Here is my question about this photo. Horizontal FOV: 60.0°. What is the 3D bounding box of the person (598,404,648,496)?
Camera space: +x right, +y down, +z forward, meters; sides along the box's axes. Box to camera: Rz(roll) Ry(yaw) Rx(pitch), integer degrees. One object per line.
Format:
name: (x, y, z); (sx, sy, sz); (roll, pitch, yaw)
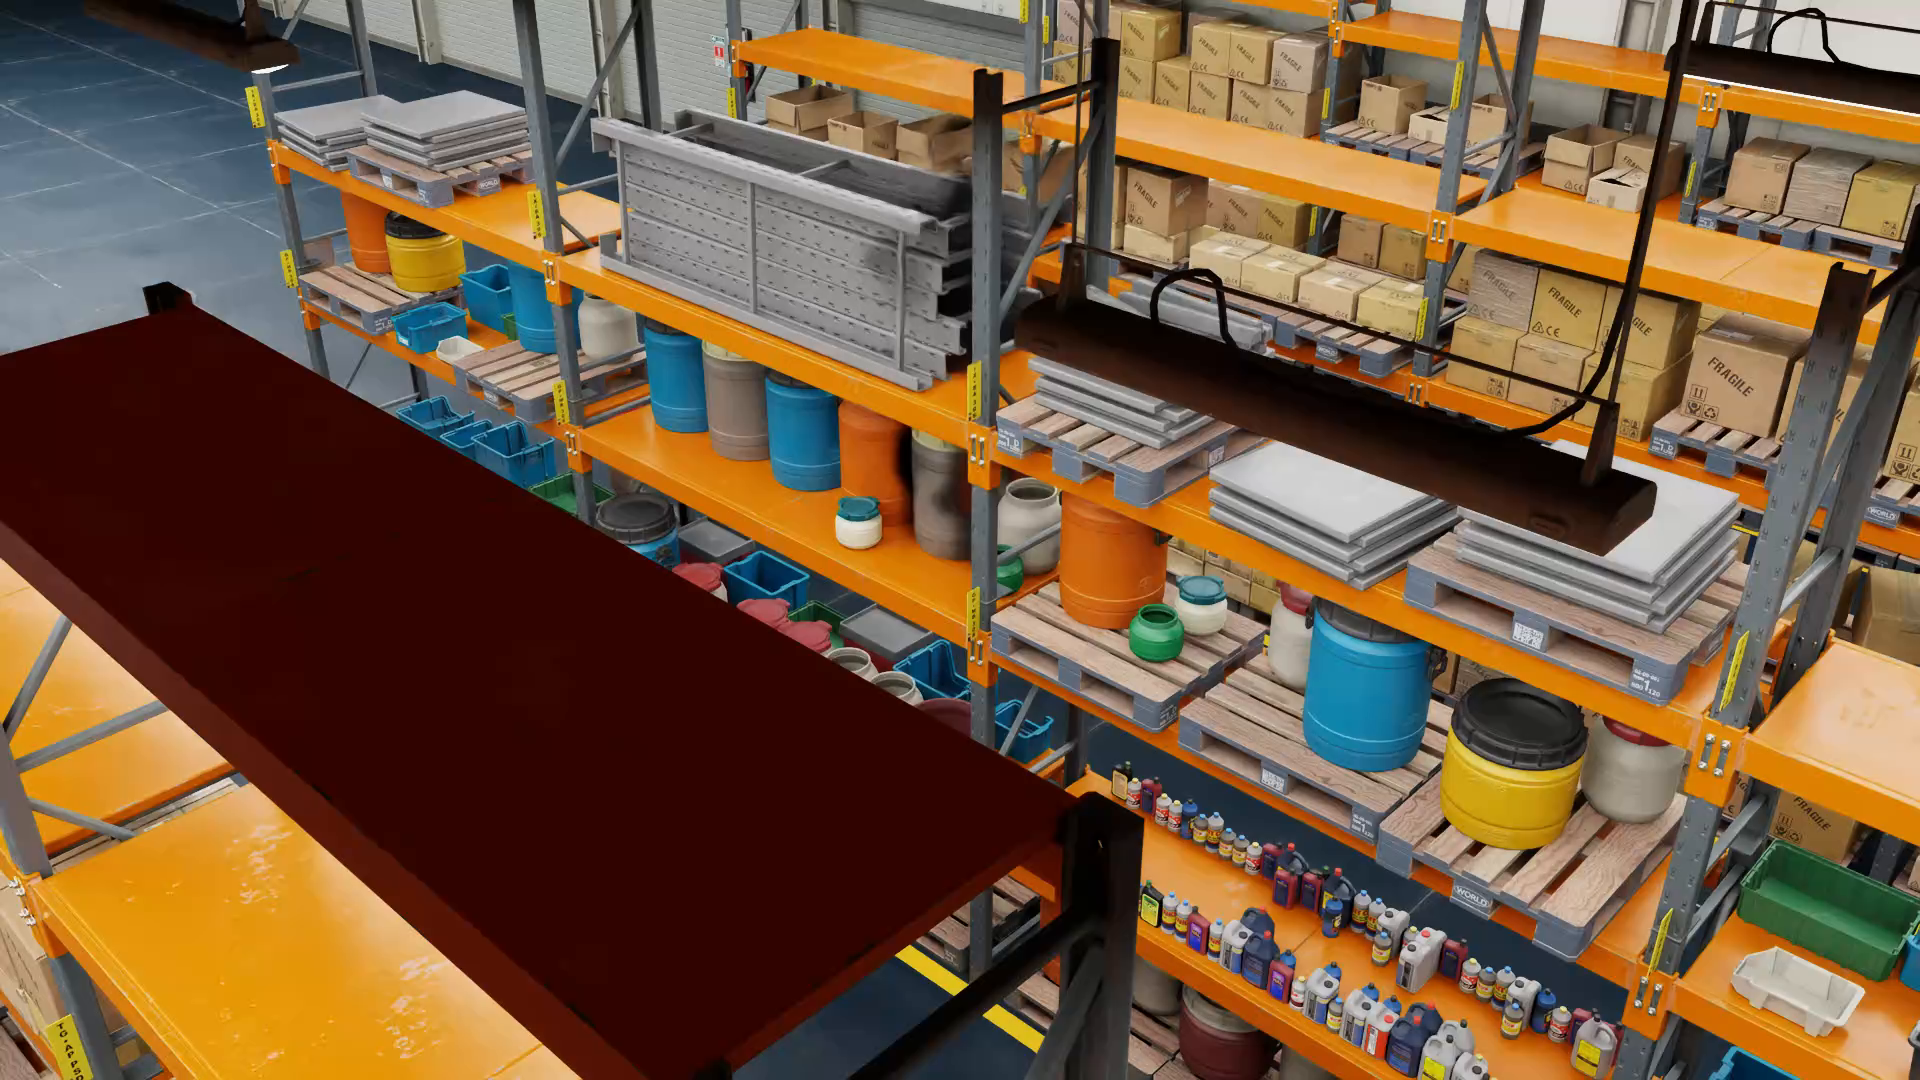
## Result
person: (-3.191, -0.749, 15.830); (0.675, 1.720, 0.637); (20, 35, 32)
